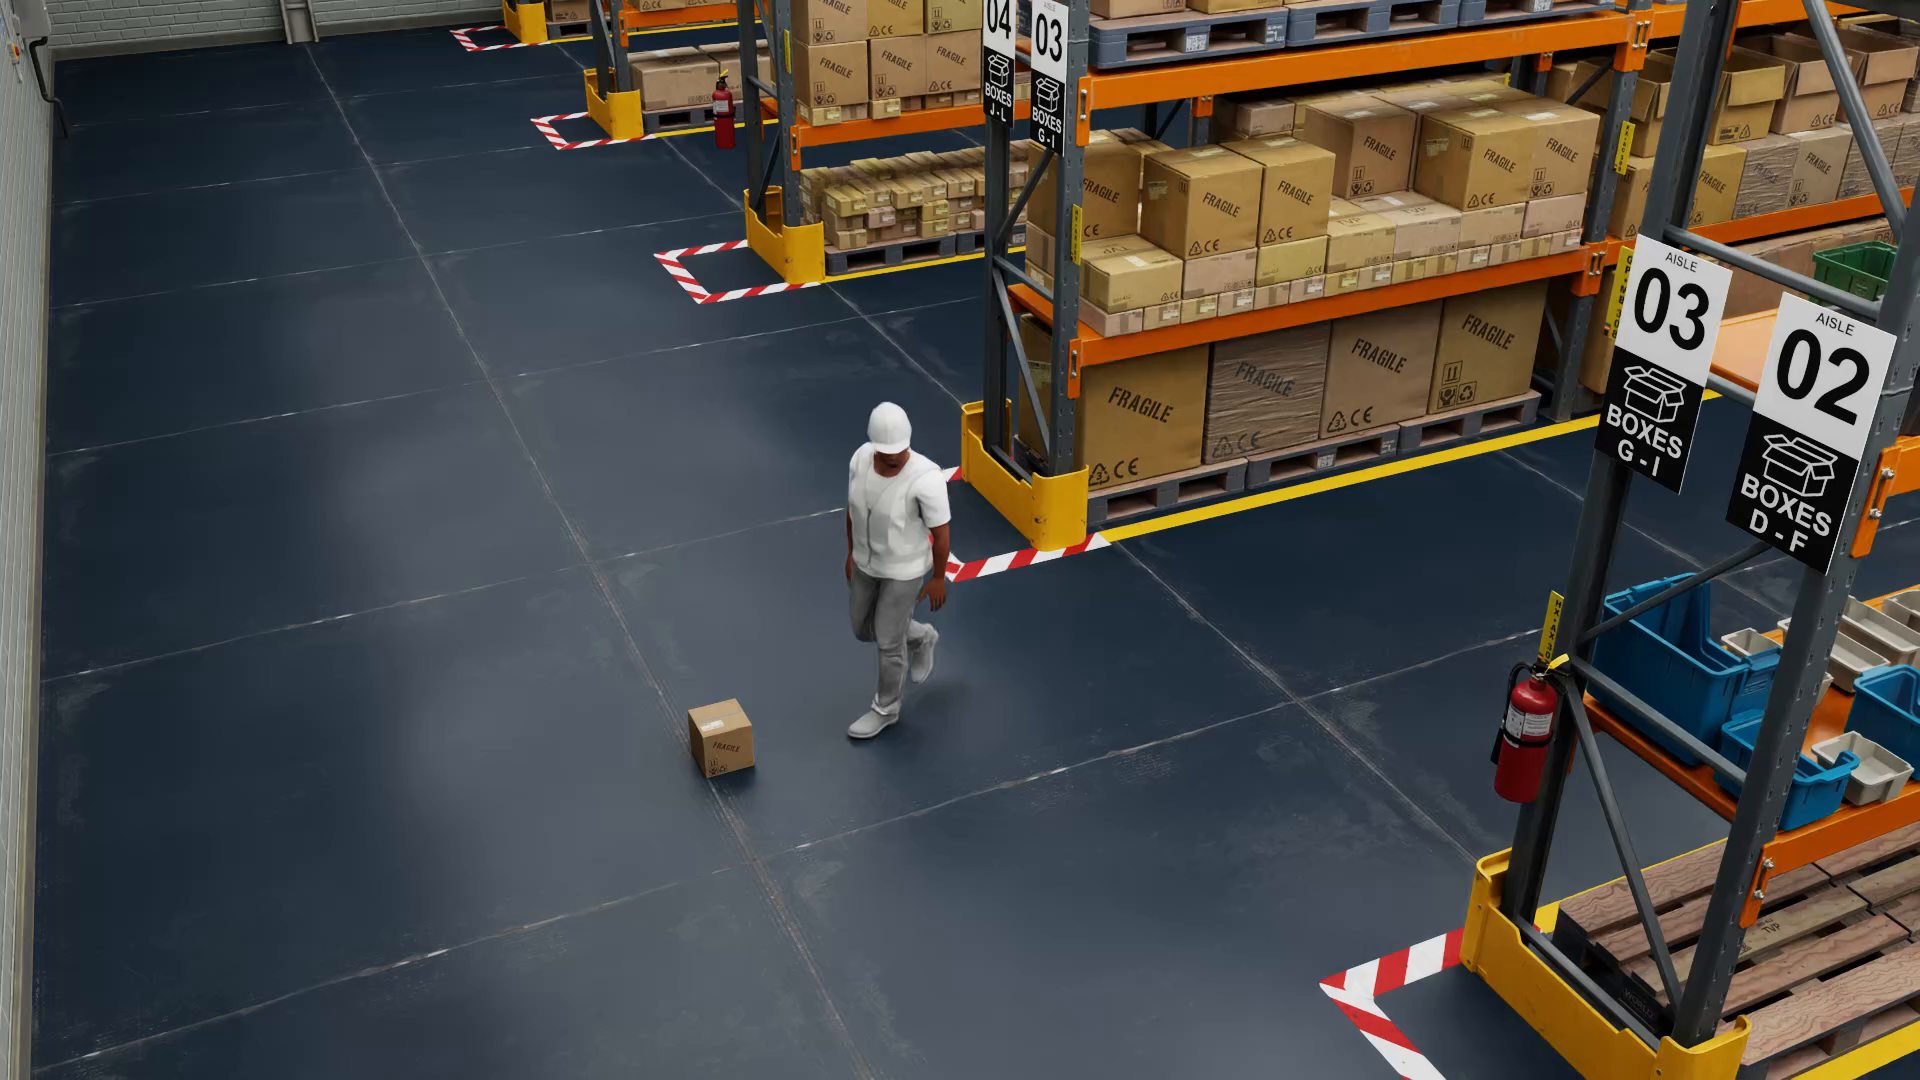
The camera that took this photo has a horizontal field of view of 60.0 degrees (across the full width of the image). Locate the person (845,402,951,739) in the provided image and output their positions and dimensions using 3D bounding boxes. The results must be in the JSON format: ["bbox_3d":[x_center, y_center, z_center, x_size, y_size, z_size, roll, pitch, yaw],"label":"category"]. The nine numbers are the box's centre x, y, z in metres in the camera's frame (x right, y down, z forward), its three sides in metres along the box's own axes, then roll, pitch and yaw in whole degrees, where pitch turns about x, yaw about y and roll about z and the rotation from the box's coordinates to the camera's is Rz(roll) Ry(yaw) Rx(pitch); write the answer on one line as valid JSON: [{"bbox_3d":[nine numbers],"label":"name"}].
[{"bbox_3d":[-0.311,0.111,8.206,0.582,1.761,0.727,25,38,37],"label":"person"}]
